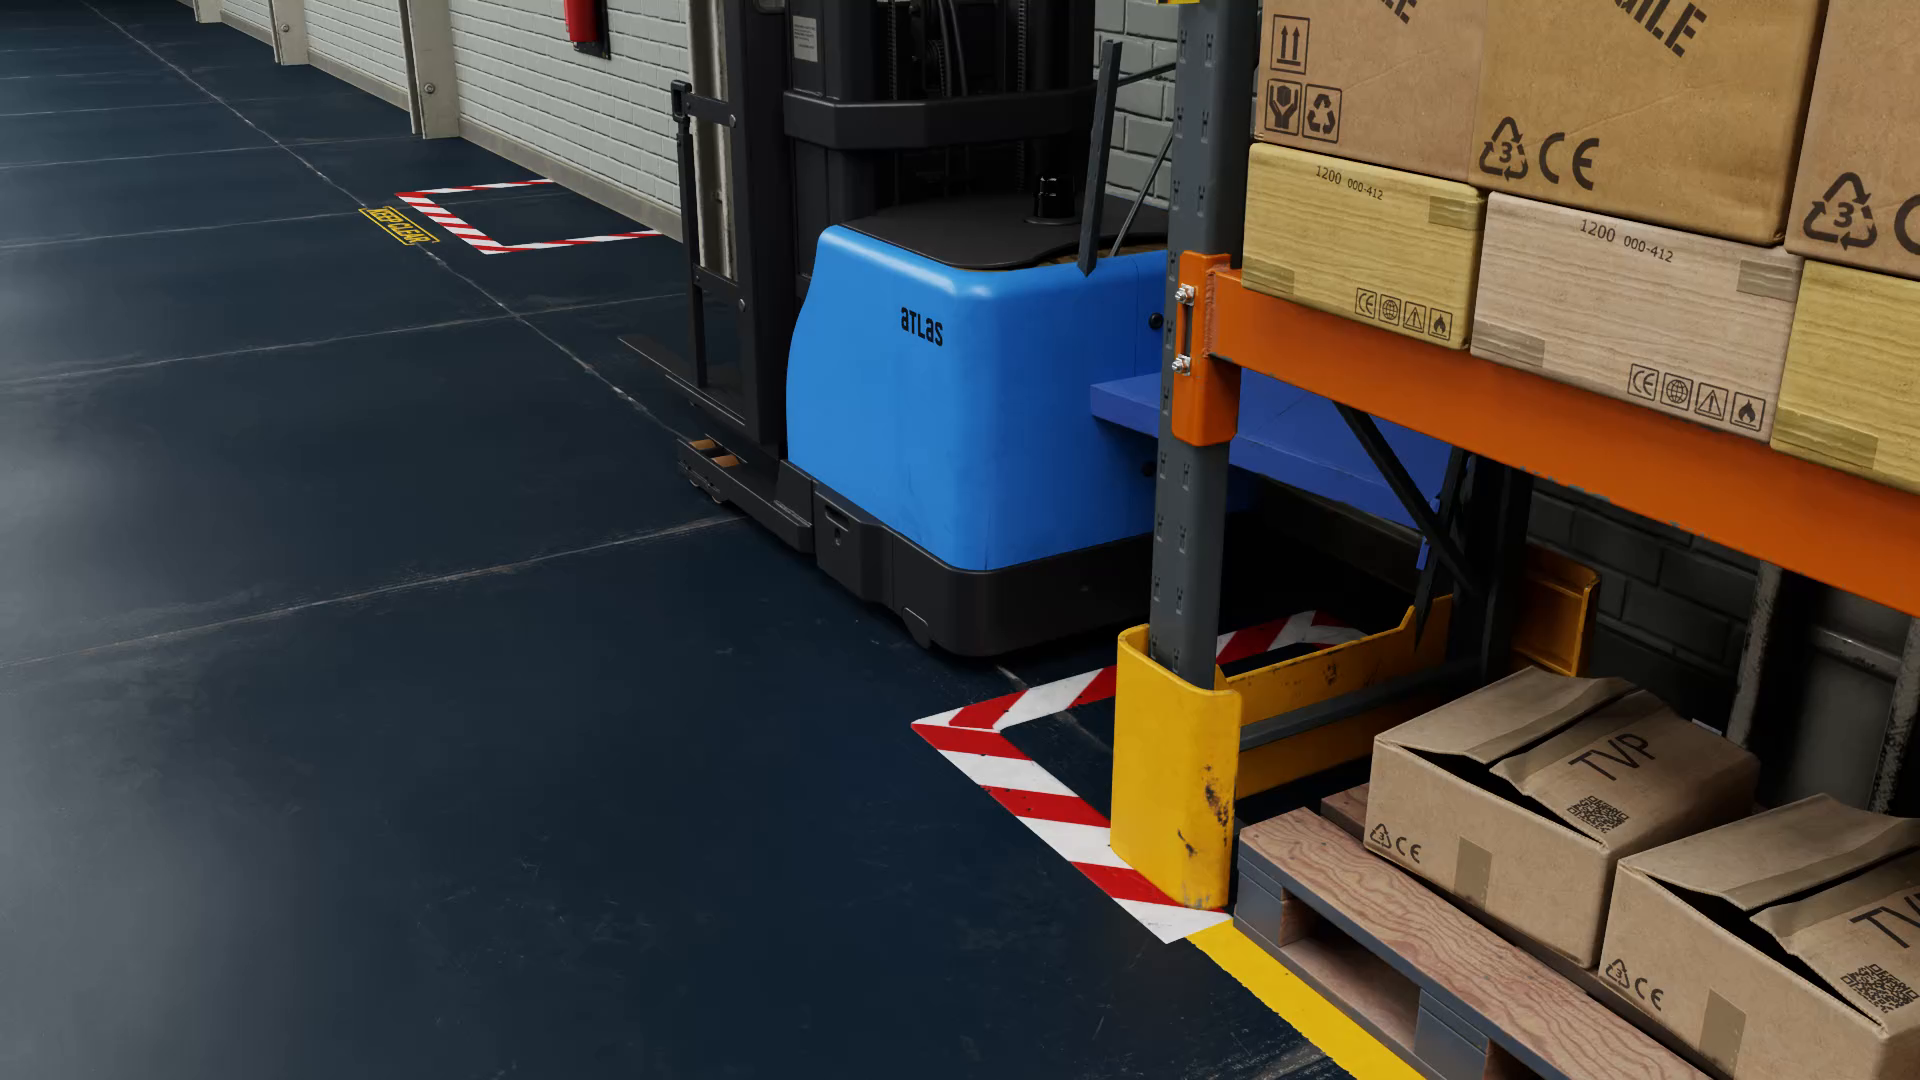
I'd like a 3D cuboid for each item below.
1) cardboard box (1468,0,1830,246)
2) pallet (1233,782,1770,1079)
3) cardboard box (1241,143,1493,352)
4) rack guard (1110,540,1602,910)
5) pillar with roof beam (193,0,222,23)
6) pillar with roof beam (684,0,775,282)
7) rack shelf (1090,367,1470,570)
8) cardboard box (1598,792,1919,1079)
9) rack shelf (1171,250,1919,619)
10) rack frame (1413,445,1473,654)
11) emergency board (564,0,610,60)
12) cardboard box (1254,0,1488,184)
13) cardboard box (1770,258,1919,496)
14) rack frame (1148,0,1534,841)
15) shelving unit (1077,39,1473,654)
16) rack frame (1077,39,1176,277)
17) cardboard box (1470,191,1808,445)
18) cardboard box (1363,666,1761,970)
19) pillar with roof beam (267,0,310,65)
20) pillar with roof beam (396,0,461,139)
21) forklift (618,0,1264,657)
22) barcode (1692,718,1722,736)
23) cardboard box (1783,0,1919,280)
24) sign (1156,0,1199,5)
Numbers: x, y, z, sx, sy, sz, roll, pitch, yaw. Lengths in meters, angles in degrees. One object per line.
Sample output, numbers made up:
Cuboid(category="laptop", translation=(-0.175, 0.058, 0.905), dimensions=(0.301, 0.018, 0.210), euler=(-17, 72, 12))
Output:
Cuboid(category="cardboard box", translation=(1.087, -0.722, 2.280), dimensions=(0.500, 0.500, 0.500), euler=(-13, 25, -28))
Cuboid(category="pallet", translation=(1.281, 0.777, 3.118), dimensions=(1.003, 0.211, 1.213), euler=(-13, 25, -28))
Cuboid(category="cardboard box", translation=(0.833, -0.529, 2.803), dimensions=(0.500, 0.250, 0.500), euler=(-13, 26, -30))
Cuboid(category="rack guard", translation=(0.896, 0.374, 3.728), dimensions=(1.175, 0.500, 0.348), euler=(-13, 25, -28))
Cuboid(category="pillar with roof beam", translation=(-14.002, -10.469, 19.117), dimensions=(9.100, 9.000, 0.400), euler=(-13, 25, -28))
Cuboid(category="pillar with roof beam", translation=(-4.808, -4.642, 4.781), dimensions=(9.100, 9.000, 0.400), euler=(-13, 25, -28))
Cuboid(category="rack shelf", translation=(0.833, -0.268, 4.268), dimensions=(1.000, 0.185, 0.538), euler=(22, 34, 29))
Cuboid(category="cardboard box", translation=(1.424, 0.659, 2.693), dimensions=(0.500, 0.311, 0.500), euler=(-10, 24, -24))
Cuboid(category="rack shelf", translation=(1.879, 0.172, 1.860), dimensions=(1.077, 0.370, 4.000), euler=(-13, 25, -28))
Cuboid(category="rack frame", translation=(1.259, -0.254, 3.938), dimensions=(0.032, 1.500, 0.500), euler=(22, 34, 29))
Cuboid(category="emergency board", translation=(-2.336, -3.498, 9.934), dimensions=(0.194, 1.169, 0.643), euler=(-13, 25, -28))
Cuboid(category="cardboard box", translation=(0.843, -0.884, 2.678), dimensions=(0.500, 0.500, 0.500), euler=(-13, 25, -28))
Cuboid(category="cardboard box", translation=(1.366, -0.198, 1.988), dimensions=(0.500, 0.250, 0.500), euler=(-13, 26, -29))
Cuboid(category="rack frame", translation=(0.857, -0.809, 3.318), dimensions=(1.000, 3.000, 0.127), euler=(-13, 25, -28))
Cuboid(category="shelving unit", translation=(0.846, -0.425, 4.180), dimensions=(1.048, 1.500, 0.538), euler=(22, 34, 29))
Cuboid(category="rack frame", translation=(0.434, -0.596, 4.423), dimensions=(0.032, 1.500, 0.500), euler=(22, 34, 29))
Cuboid(category="cardboard box", translation=(1.111, -0.364, 2.396), dimensions=(0.500, 0.250, 0.500), euler=(-13, 26, -30))
Cuboid(category="cardboard box", translation=(1.133, 0.474, 3.147), dimensions=(0.500, 0.311, 0.500), euler=(-16, 27, -34))
Cuboid(category="pillar with roof beam", translation=(-10.937, -8.526, 14.338), dimensions=(9.100, 9.000, 0.400), euler=(-13, 25, -28))
Cuboid(category="pillar with roof beam", translation=(-7.872, -6.584, 9.560), dimensions=(9.100, 9.000, 0.400), euler=(-13, 25, -28))
Cuboid(category="forklift", translation=(-0.322, -1.559, 5.254), dimensions=(1.130, 2.935, 3.031), euler=(-13, 25, -29))
Cuboid(category="barcode", translation=(1.486, 0.399, 3.321), dimensions=(0.001, 0.075, 0.075), euler=(-13, 25, -28))
Cuboid(category="cardboard box", translation=(1.345, -0.553, 1.866), dimensions=(0.500, 0.500, 0.500), euler=(-14, 26, -30))
Cuboid(category="sign", translation=(0.391, -1.105, 2.898), dimensions=(0.100, 0.325, 0.005), euler=(-13, 25, -28))
